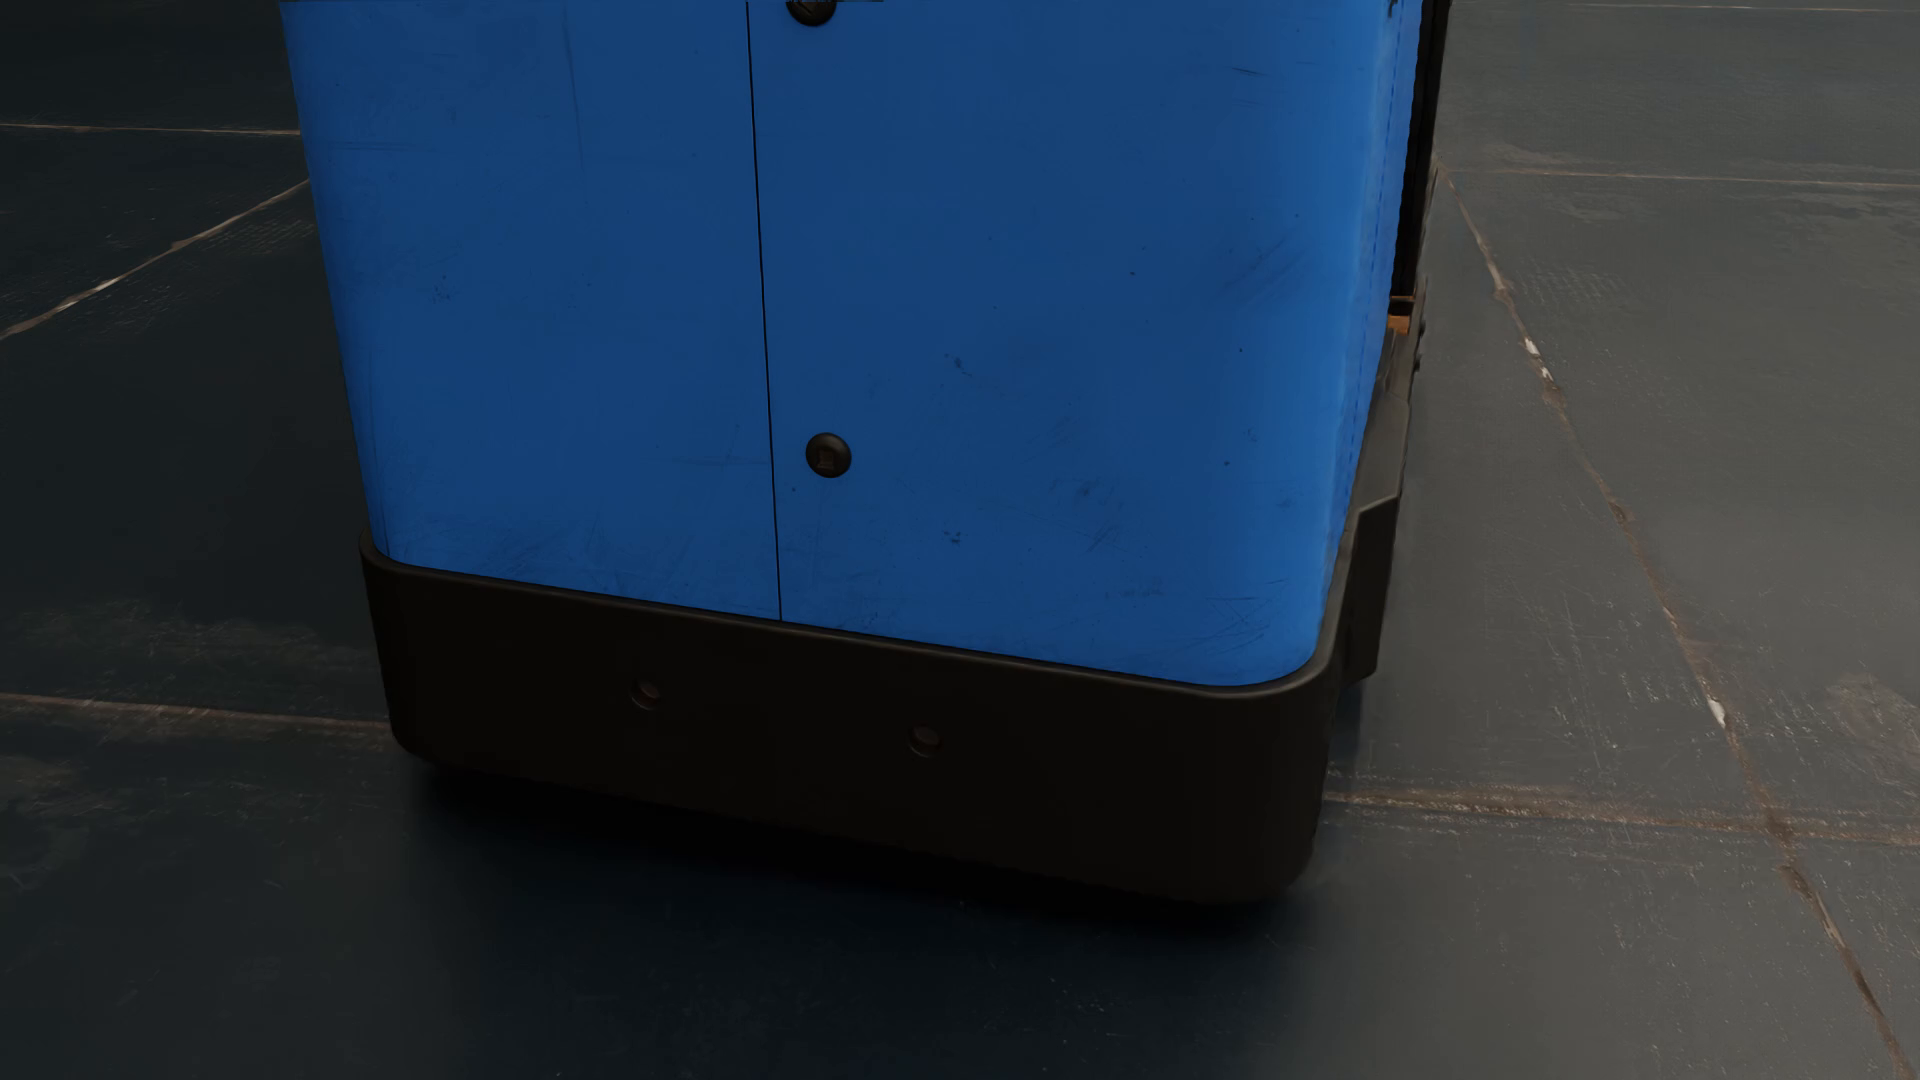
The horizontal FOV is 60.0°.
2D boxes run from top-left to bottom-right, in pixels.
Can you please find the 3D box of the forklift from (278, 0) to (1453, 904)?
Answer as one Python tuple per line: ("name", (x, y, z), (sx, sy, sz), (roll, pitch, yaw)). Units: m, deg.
("forklift", (0.256, -1.594, 2.411), (1.130, 2.935, 3.031), (8, 28, 15))
